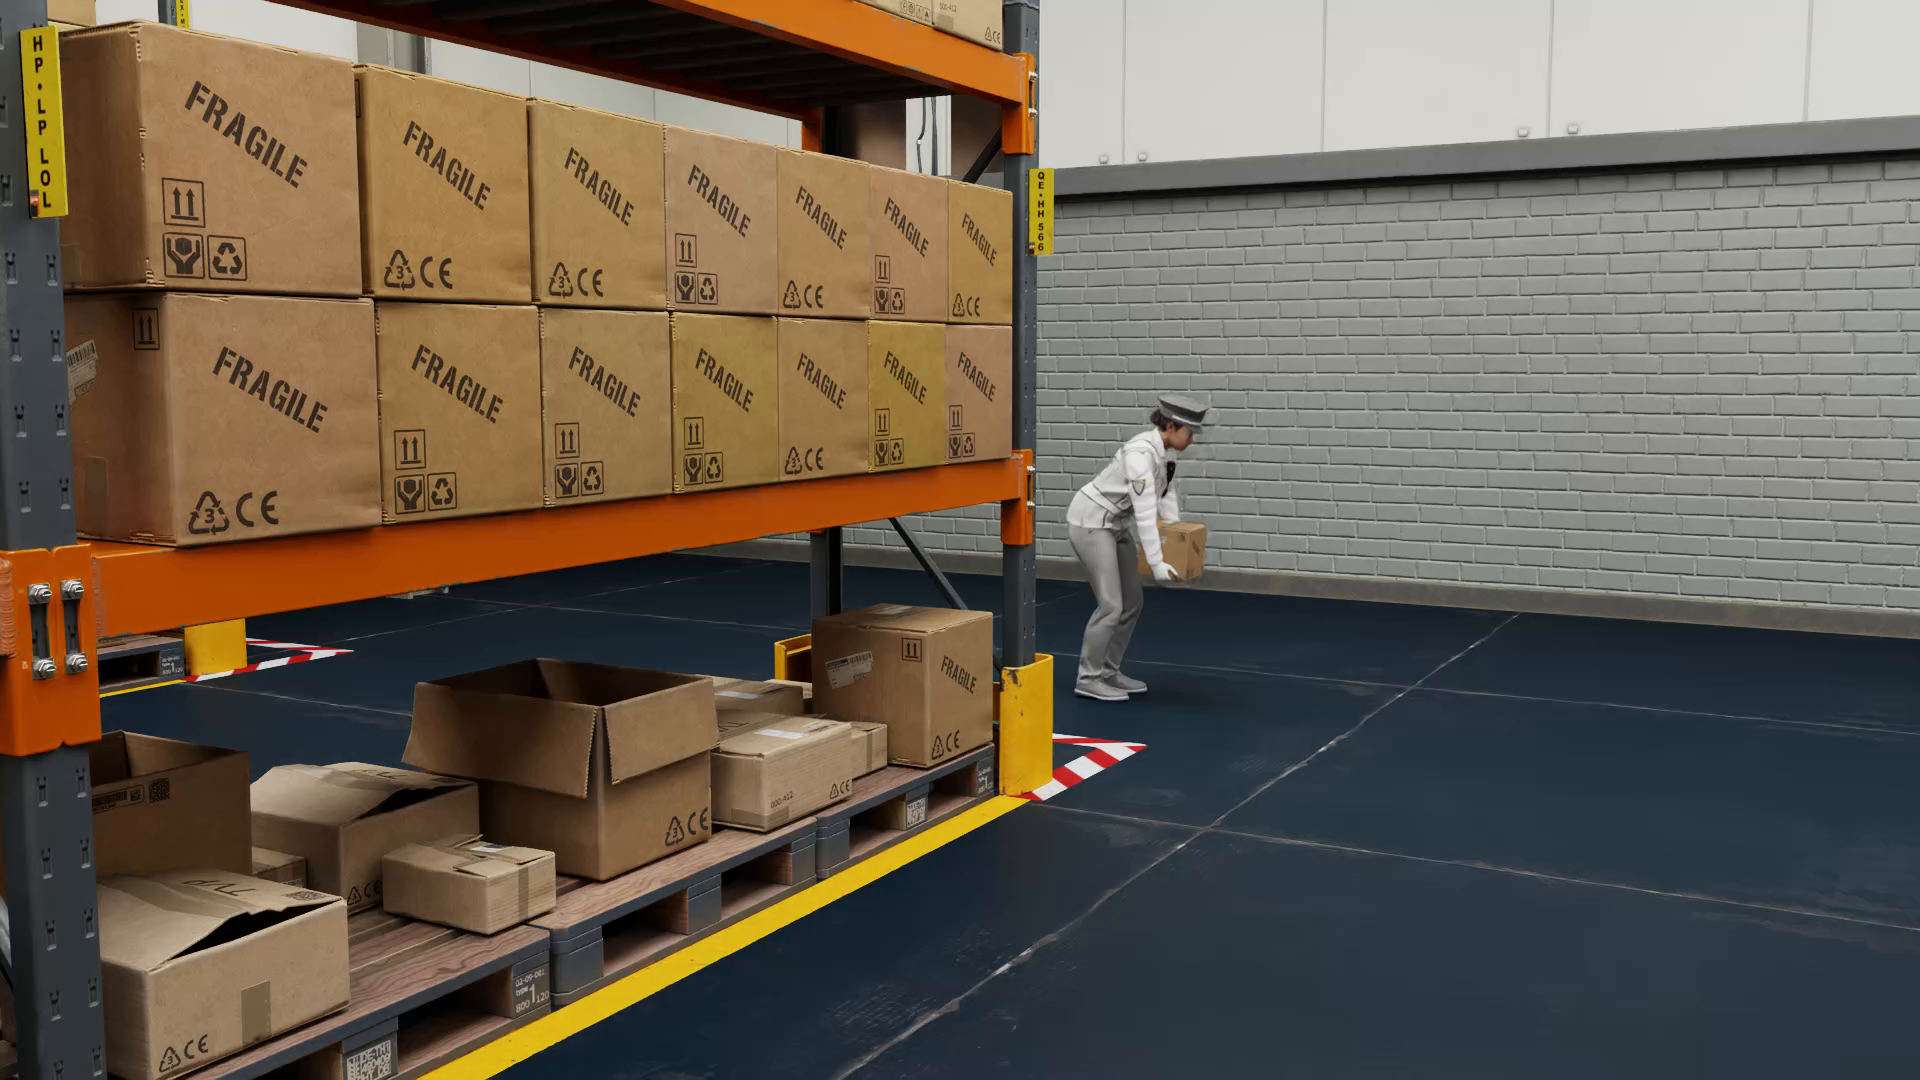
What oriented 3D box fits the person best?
[{"bbox_3d":[0.883,0.038,8.258,0.706,1.515,0.414,3,7,27],"label":"person"}]
